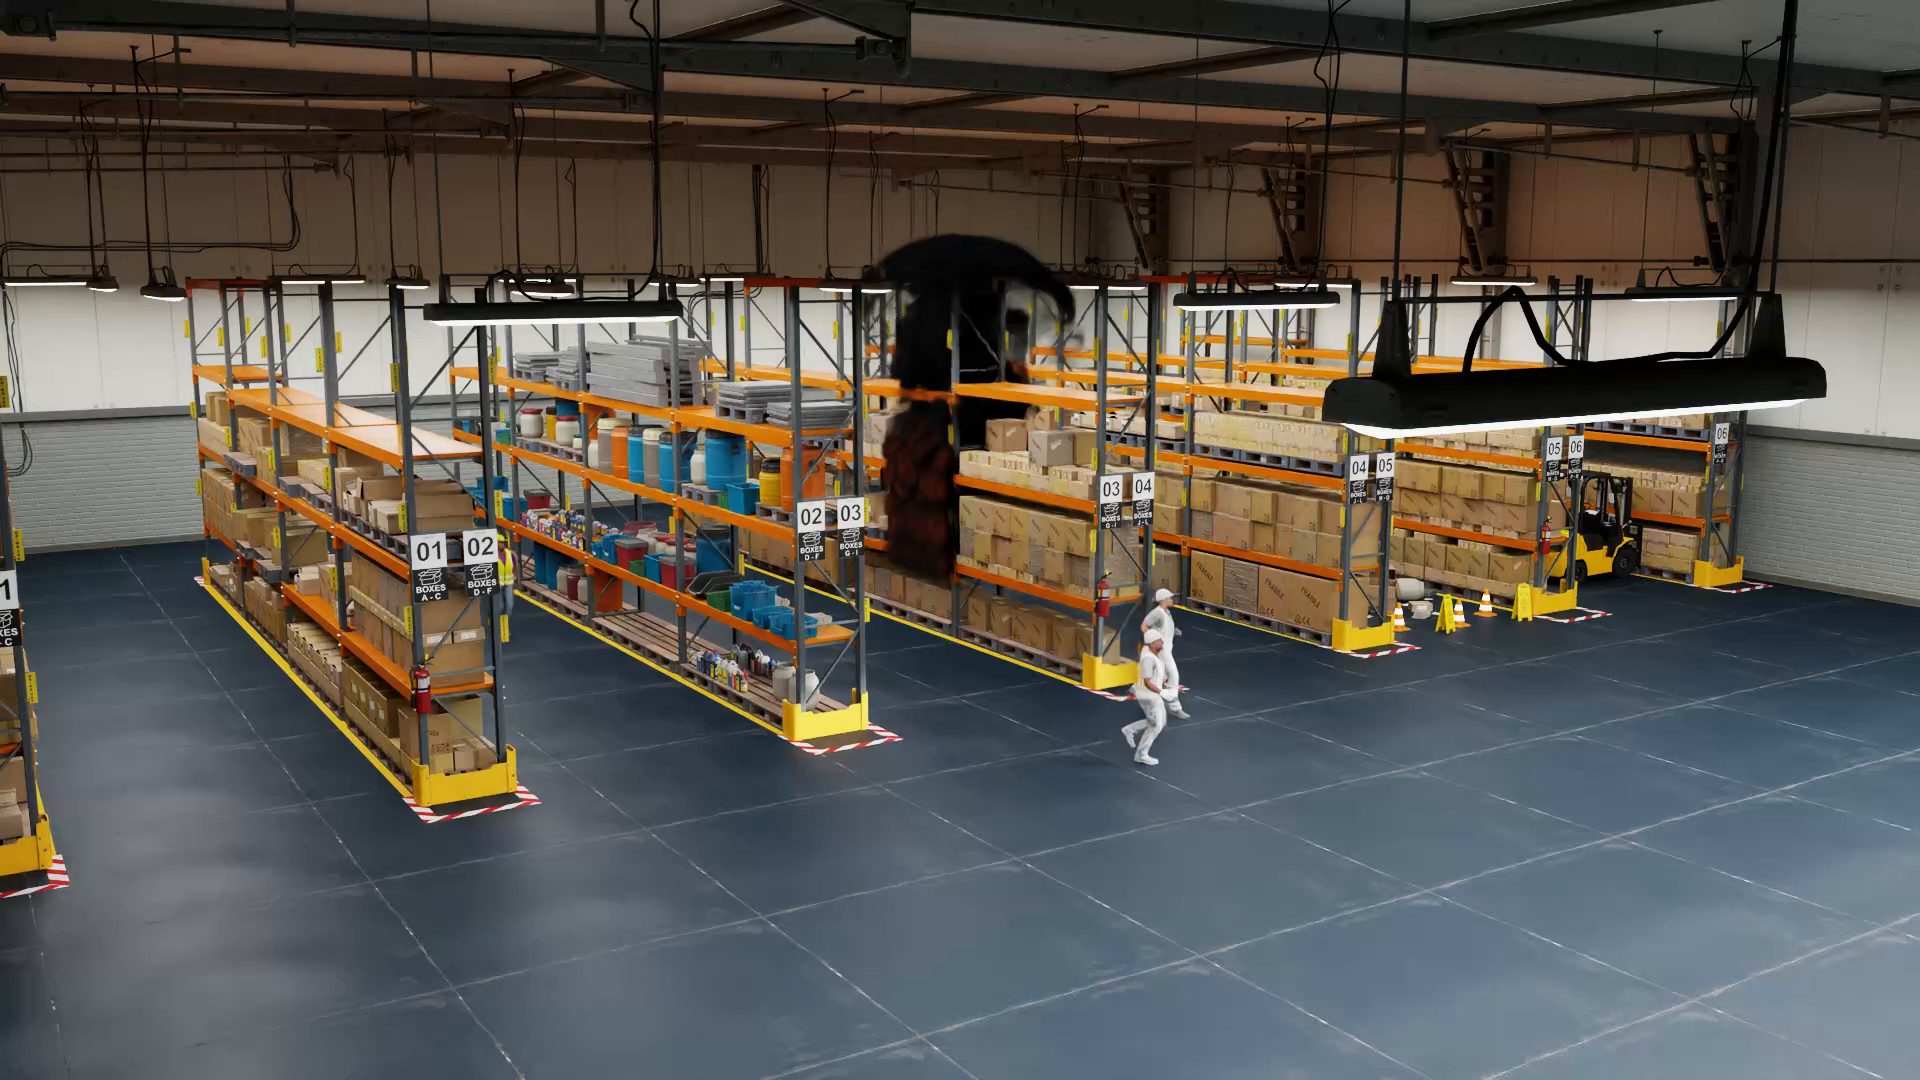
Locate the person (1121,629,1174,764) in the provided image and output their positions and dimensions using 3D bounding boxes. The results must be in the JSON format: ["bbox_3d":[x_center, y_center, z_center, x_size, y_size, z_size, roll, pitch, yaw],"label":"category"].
[{"bbox_3d":[2.384,1.976,21.095,0.670,1.744,0.702,1,10,8],"label":"person"}]

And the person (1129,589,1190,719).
[{"bbox_3d":[2.854,1.559,23.500,0.963,1.765,0.684,3,10,19],"label":"person"}]

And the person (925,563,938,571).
[{"bbox_3d":[-0.600,-0.243,34.516,0.588,1.730,0.756,-8,12,-39],"label":"person"}]

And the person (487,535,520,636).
[{"bbox_3d":[-7.823,0.758,28.301,0.704,1.725,0.668,-8,12,-39],"label":"person"}]
